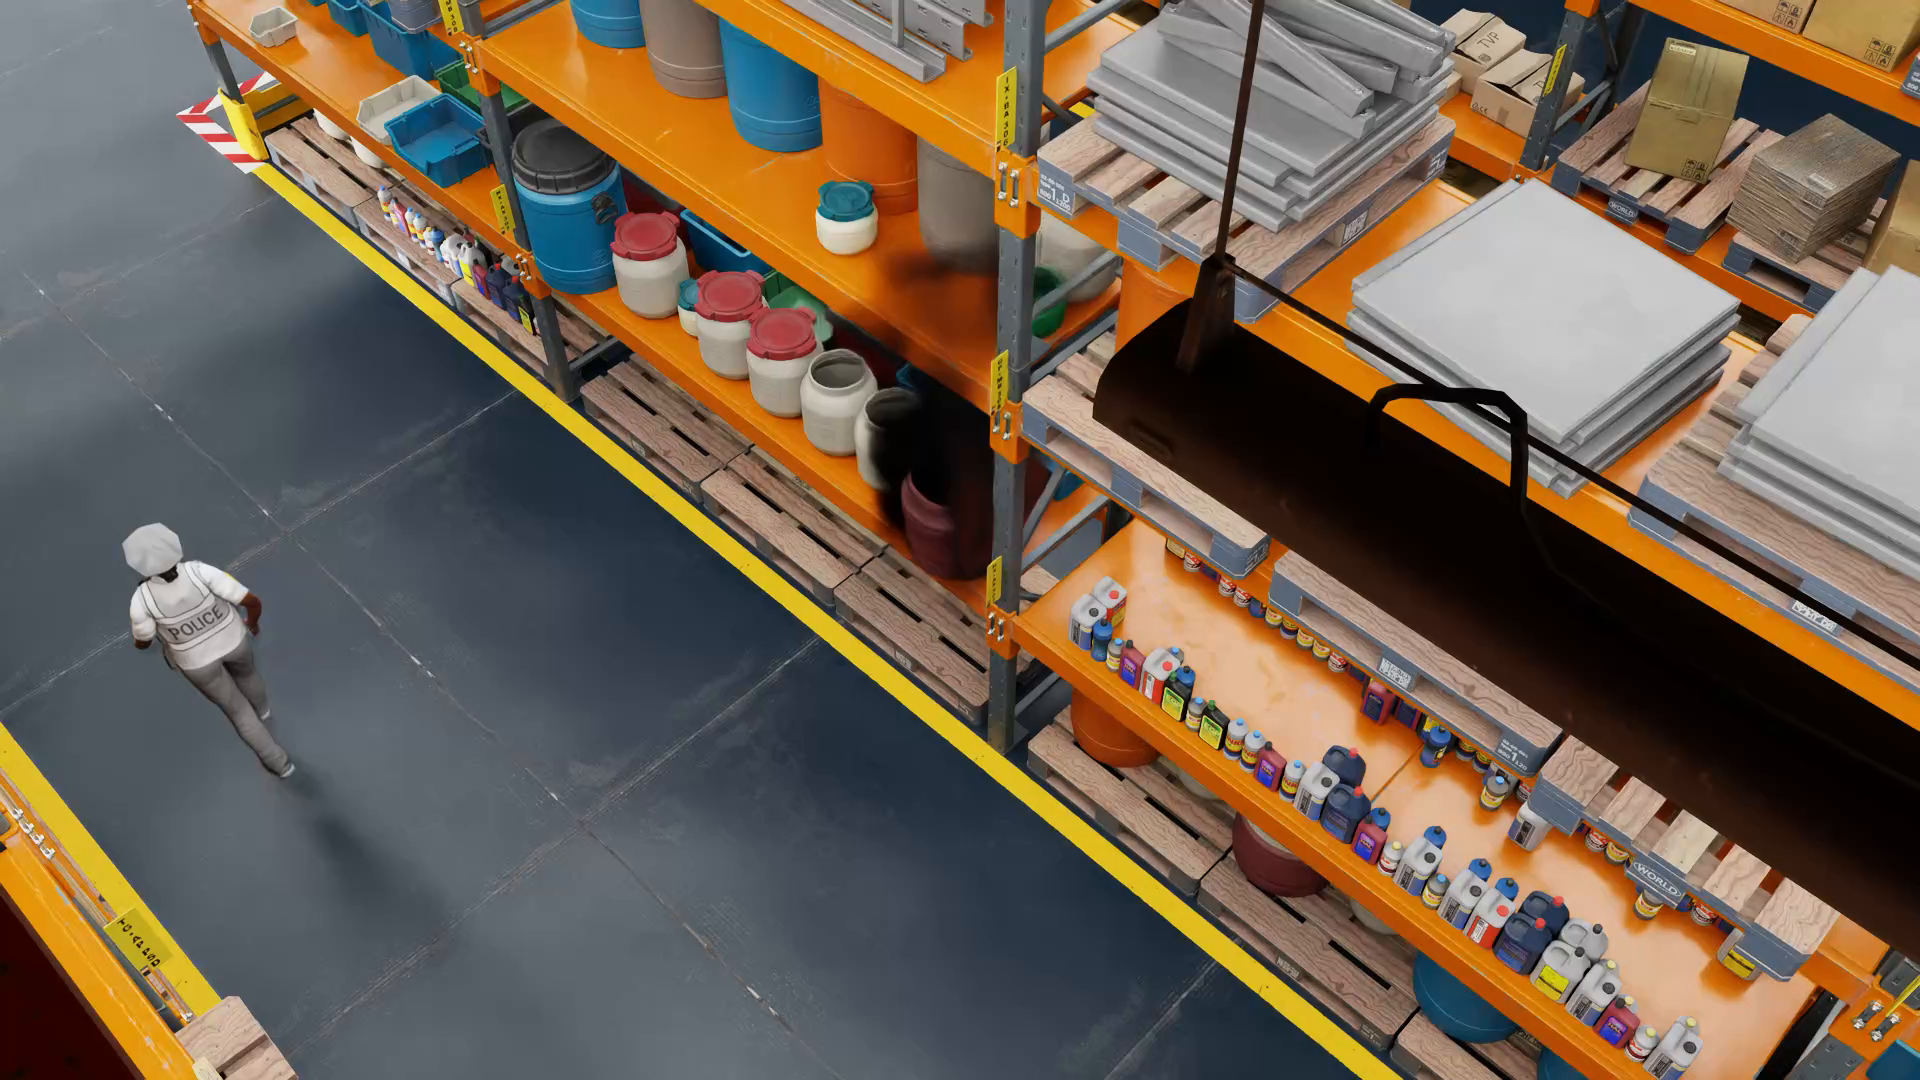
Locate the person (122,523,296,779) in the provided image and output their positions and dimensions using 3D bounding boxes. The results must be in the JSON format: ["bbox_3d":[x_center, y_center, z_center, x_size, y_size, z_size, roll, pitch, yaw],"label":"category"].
[{"bbox_3d":[-3.799,0.578,8.449,0.728,1.776,0.564,36,59,26],"label":"person"}]
